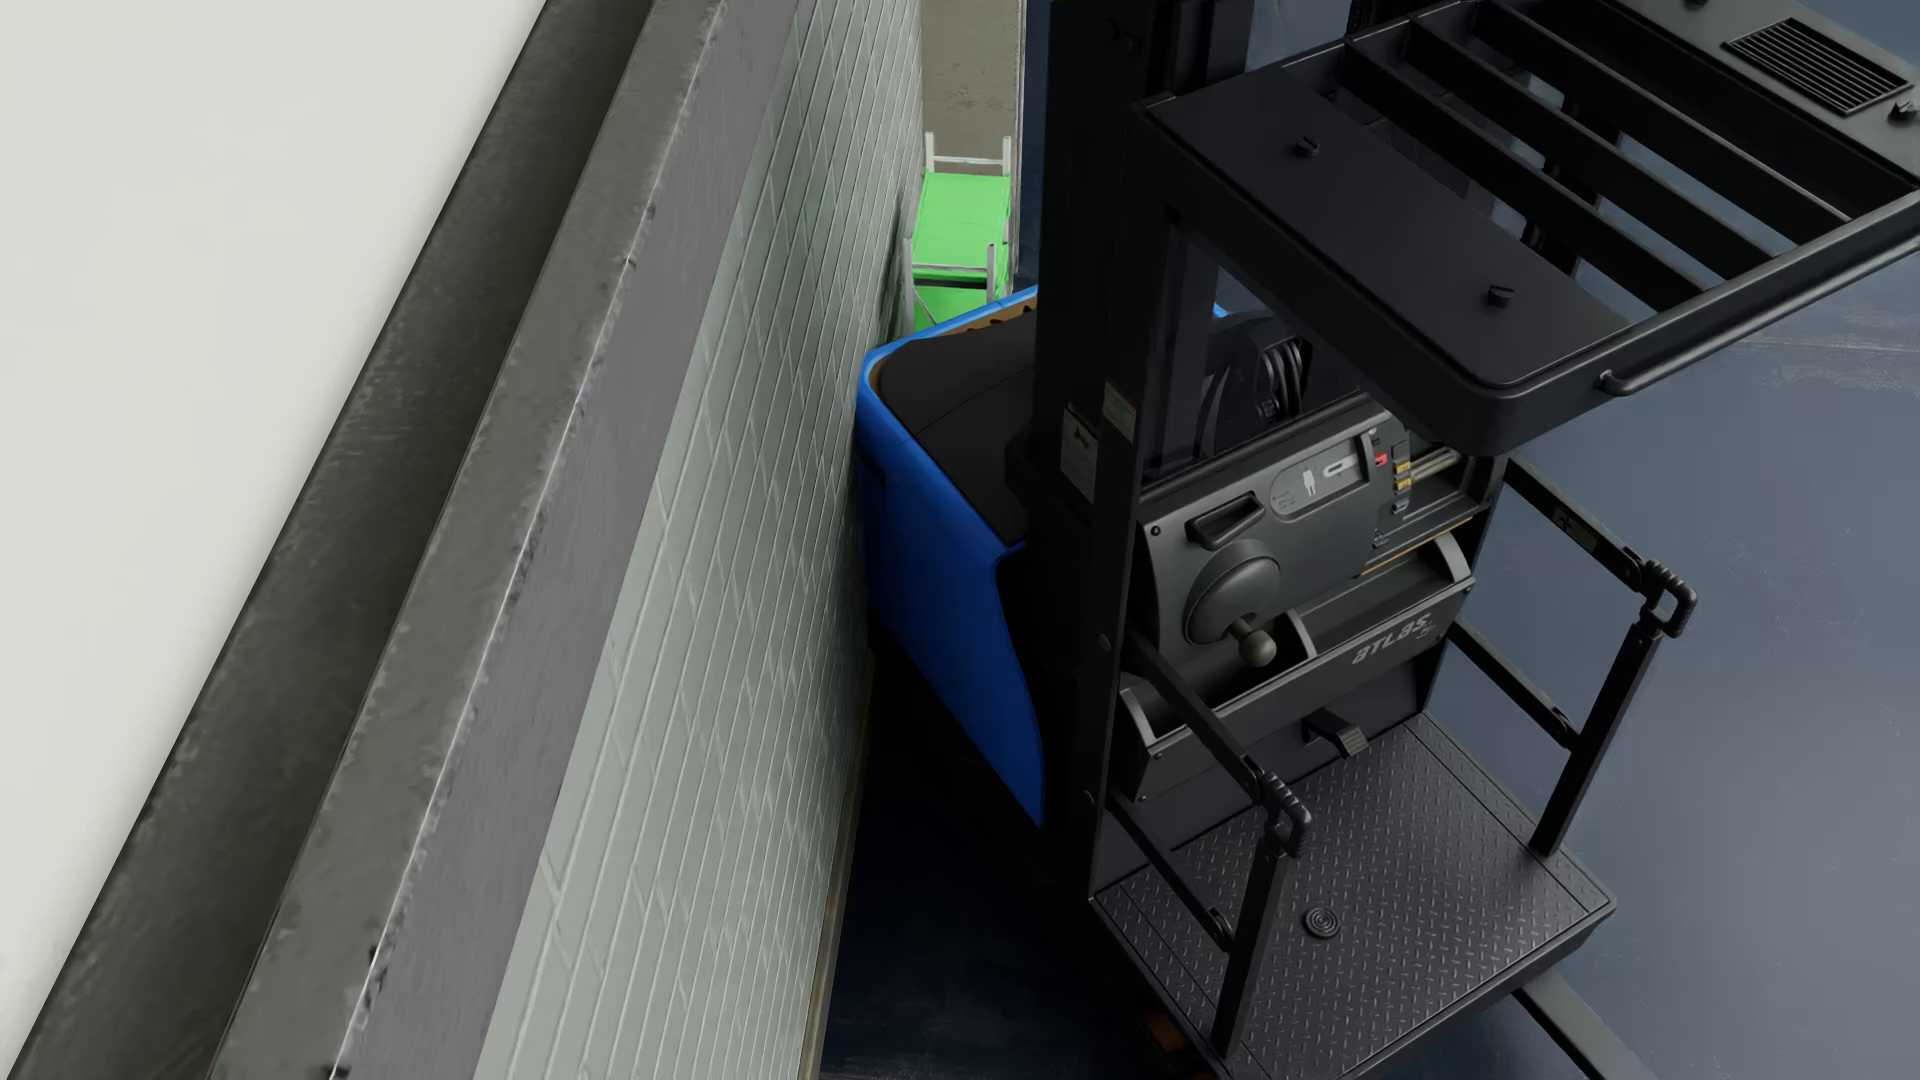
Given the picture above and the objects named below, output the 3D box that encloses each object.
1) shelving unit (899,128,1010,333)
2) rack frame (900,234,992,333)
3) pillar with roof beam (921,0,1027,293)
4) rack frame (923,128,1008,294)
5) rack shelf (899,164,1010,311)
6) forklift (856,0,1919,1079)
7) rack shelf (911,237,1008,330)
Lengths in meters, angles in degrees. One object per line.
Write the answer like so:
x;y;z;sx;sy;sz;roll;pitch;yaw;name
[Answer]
-0.010;-0.561;4.950;0.258;1.200;0.503;5;48;4;shelving unit
-0.036;-0.382;4.786;0.240;1.200;0.015;5;48;4;rack frame
4.331;-3.639;2.480;9.100;9.000;0.400;4;48;4;pillar with roof beam
0.016;-0.740;5.114;0.240;1.200;0.015;5;48;4;rack frame
-0.010;-0.842;4.643;0.258;0.148;0.480;5;48;4;rack shelf
0.861;0.020;3.245;1.130;2.935;3.031;-24;52;-21;forklift
-0.010;-0.680;4.820;0.258;0.148;0.480;5;48;4;rack shelf
